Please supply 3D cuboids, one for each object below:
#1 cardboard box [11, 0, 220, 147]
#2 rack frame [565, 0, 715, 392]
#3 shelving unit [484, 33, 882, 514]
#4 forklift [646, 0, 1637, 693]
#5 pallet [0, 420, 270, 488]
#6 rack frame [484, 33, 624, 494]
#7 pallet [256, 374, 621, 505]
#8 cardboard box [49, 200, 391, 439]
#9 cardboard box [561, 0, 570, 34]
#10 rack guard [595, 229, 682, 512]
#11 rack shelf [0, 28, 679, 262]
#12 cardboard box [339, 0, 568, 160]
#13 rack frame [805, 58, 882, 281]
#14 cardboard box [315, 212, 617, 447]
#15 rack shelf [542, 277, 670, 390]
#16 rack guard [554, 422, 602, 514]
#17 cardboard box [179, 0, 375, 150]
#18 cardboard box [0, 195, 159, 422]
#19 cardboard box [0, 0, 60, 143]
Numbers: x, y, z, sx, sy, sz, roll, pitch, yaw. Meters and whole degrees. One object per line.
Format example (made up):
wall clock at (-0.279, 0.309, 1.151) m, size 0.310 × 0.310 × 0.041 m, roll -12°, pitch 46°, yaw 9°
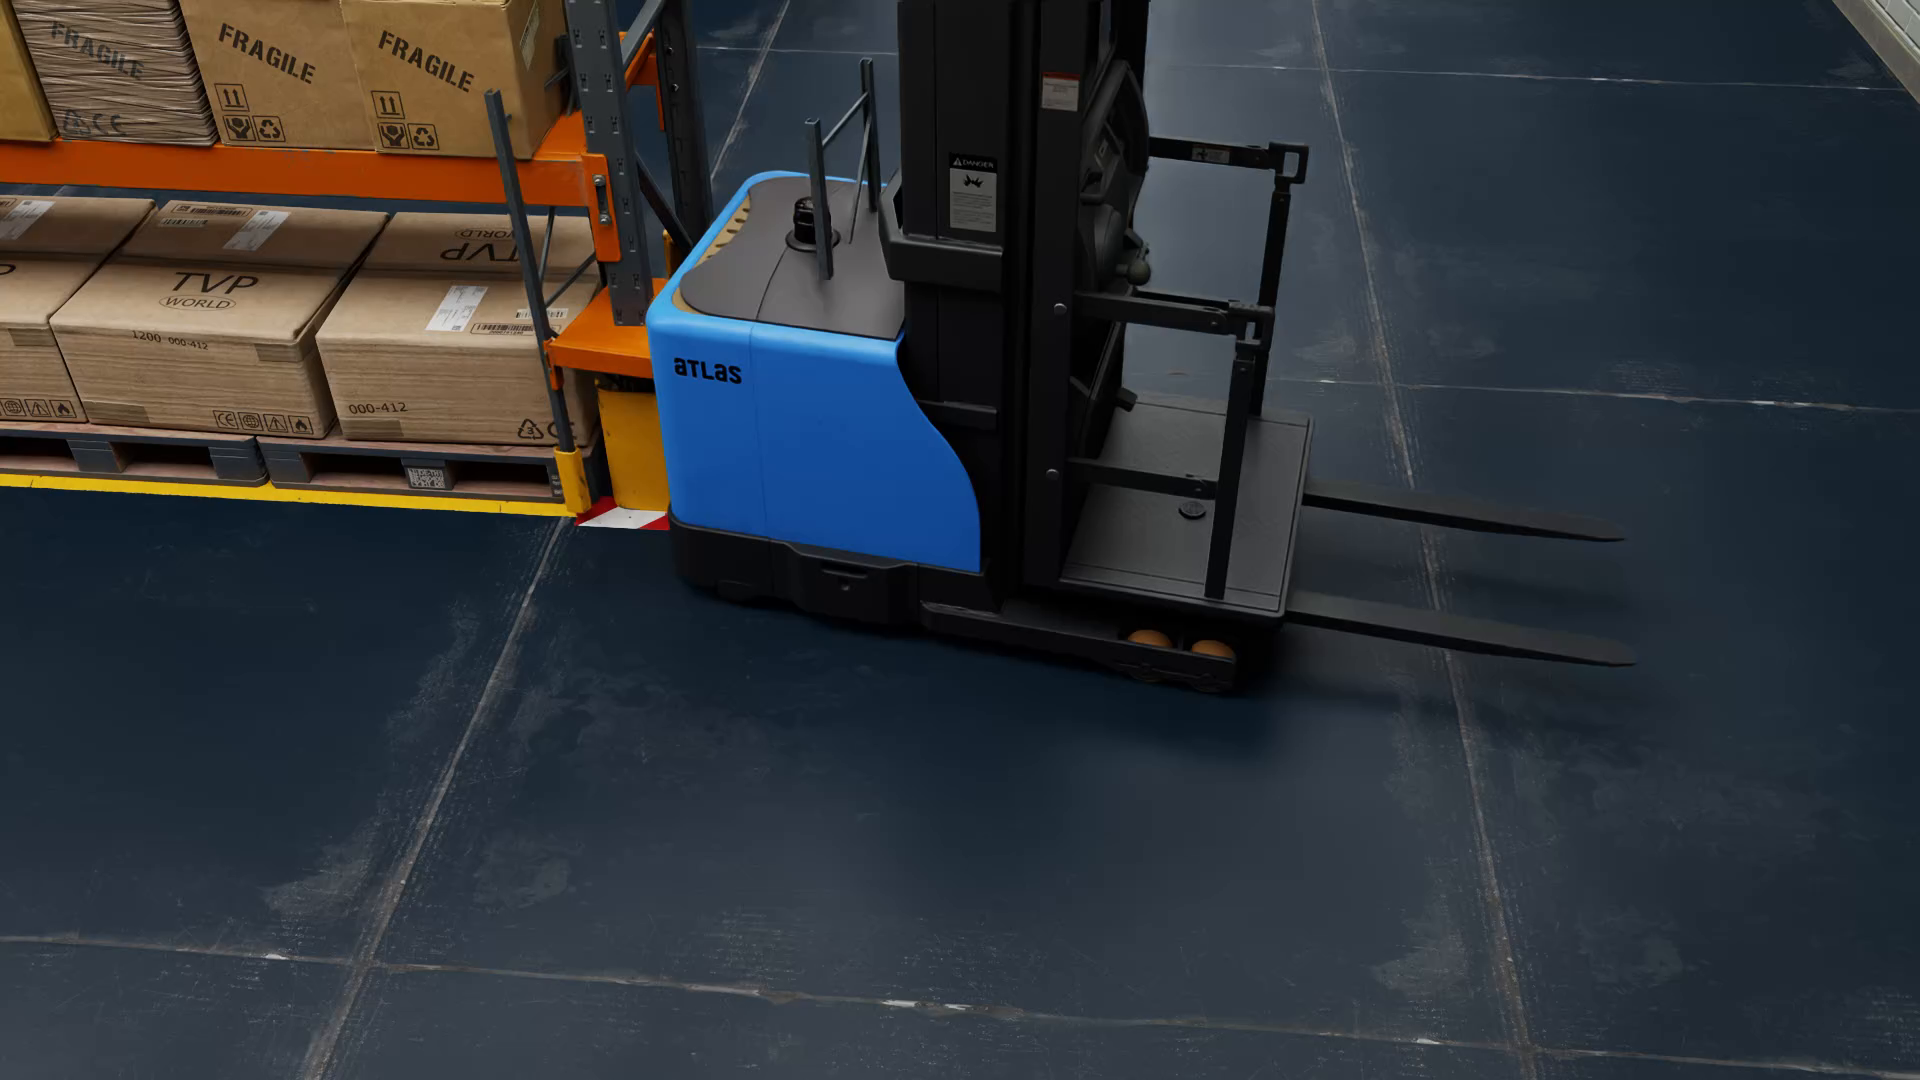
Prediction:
cardboard box at (-2.557, -1.592, 5.251) m, size 0.500 × 0.500 × 0.500 m, roll 4°, pitch 39°, yaw 5°
rack frame at (-1.041, -1.635, 5.383) m, size 0.127 × 3.000 × 1.000 m, roll 3°, pitch 39°, yaw 4°
shelving unit at (-0.802, -0.791, 5.426) m, size 1.083 × 1.500 × 0.587 m, roll 9°, pitch 39°, yaw 14°
forklift at (0.627, -1.035, 4.700) m, size 3.031 × 2.935 × 1.130 m, roll 9°, pitch 40°, yaw 11°
pallet at (-3.057, -0.616, 6.340) m, size 1.213 × 0.211 × 1.003 m, roll 3°, pitch 39°, yaw 4°
rack frame at (-1.297, -0.867, 5.555) m, size 0.032 × 1.500 × 0.500 m, roll 9°, pitch 39°, yaw 14°
pallet at (-1.845, -0.548, 6.256) m, size 1.213 × 0.211 × 1.003 m, roll 3°, pitch 39°, yaw 4°
cardboard box at (-2.620, -0.822, 6.081) m, size 0.875 × 0.438 × 0.875 m, roll 4°, pitch 39°, yaw 5°
cardboard box at (-1.495, -1.881, 5.605) m, size 0.500 × 0.500 × 0.500 m, roll 3°, pitch 39°, yaw 3°
rack guard at (-1.017, -0.664, 6.170) m, size 0.348 × 0.500 × 1.175 m, roll 3°, pitch 39°, yaw 4°
rack shelf at (-3.034, -1.465, 5.744) m, size 4.000 × 0.370 × 1.077 m, roll 3°, pitch 39°, yaw 4°
cardboard box at (-1.545, -1.534, 5.179) m, size 0.500 × 0.500 × 0.500 m, roll 3°, pitch 39°, yaw 4°
rack frame at (-0.324, -0.716, 5.302) m, size 0.032 × 1.500 × 0.500 m, roll 9°, pitch 39°, yaw 14°
cardboard box at (-1.707, -0.777, 6.026) m, size 0.875 × 0.438 × 0.875 m, roll 2°, pitch 39°, yaw 2°
rack shelf at (-0.805, -0.649, 5.537) m, size 1.000 × 0.185 × 0.538 m, roll 9°, pitch 39°, yaw 14°
rack guard at (-1.257, -0.367, 5.928) m, size 0.087 × 0.250 × 0.587 m, roll 9°, pitch 39°, yaw 14°
cardboard box at (-2.043, -1.571, 5.224) m, size 0.500 × 0.500 × 0.500 m, roll 2°, pitch 39°, yaw 3°
cardboard box at (-3.518, -0.872, 6.142) m, size 0.875 × 0.438 × 0.875 m, roll 2°, pitch 39°, yaw 3°
cardboard box at (-3.072, -1.612, 5.276) m, size 0.500 × 0.500 × 0.500 m, roll 4°, pitch 39°, yaw 5°
